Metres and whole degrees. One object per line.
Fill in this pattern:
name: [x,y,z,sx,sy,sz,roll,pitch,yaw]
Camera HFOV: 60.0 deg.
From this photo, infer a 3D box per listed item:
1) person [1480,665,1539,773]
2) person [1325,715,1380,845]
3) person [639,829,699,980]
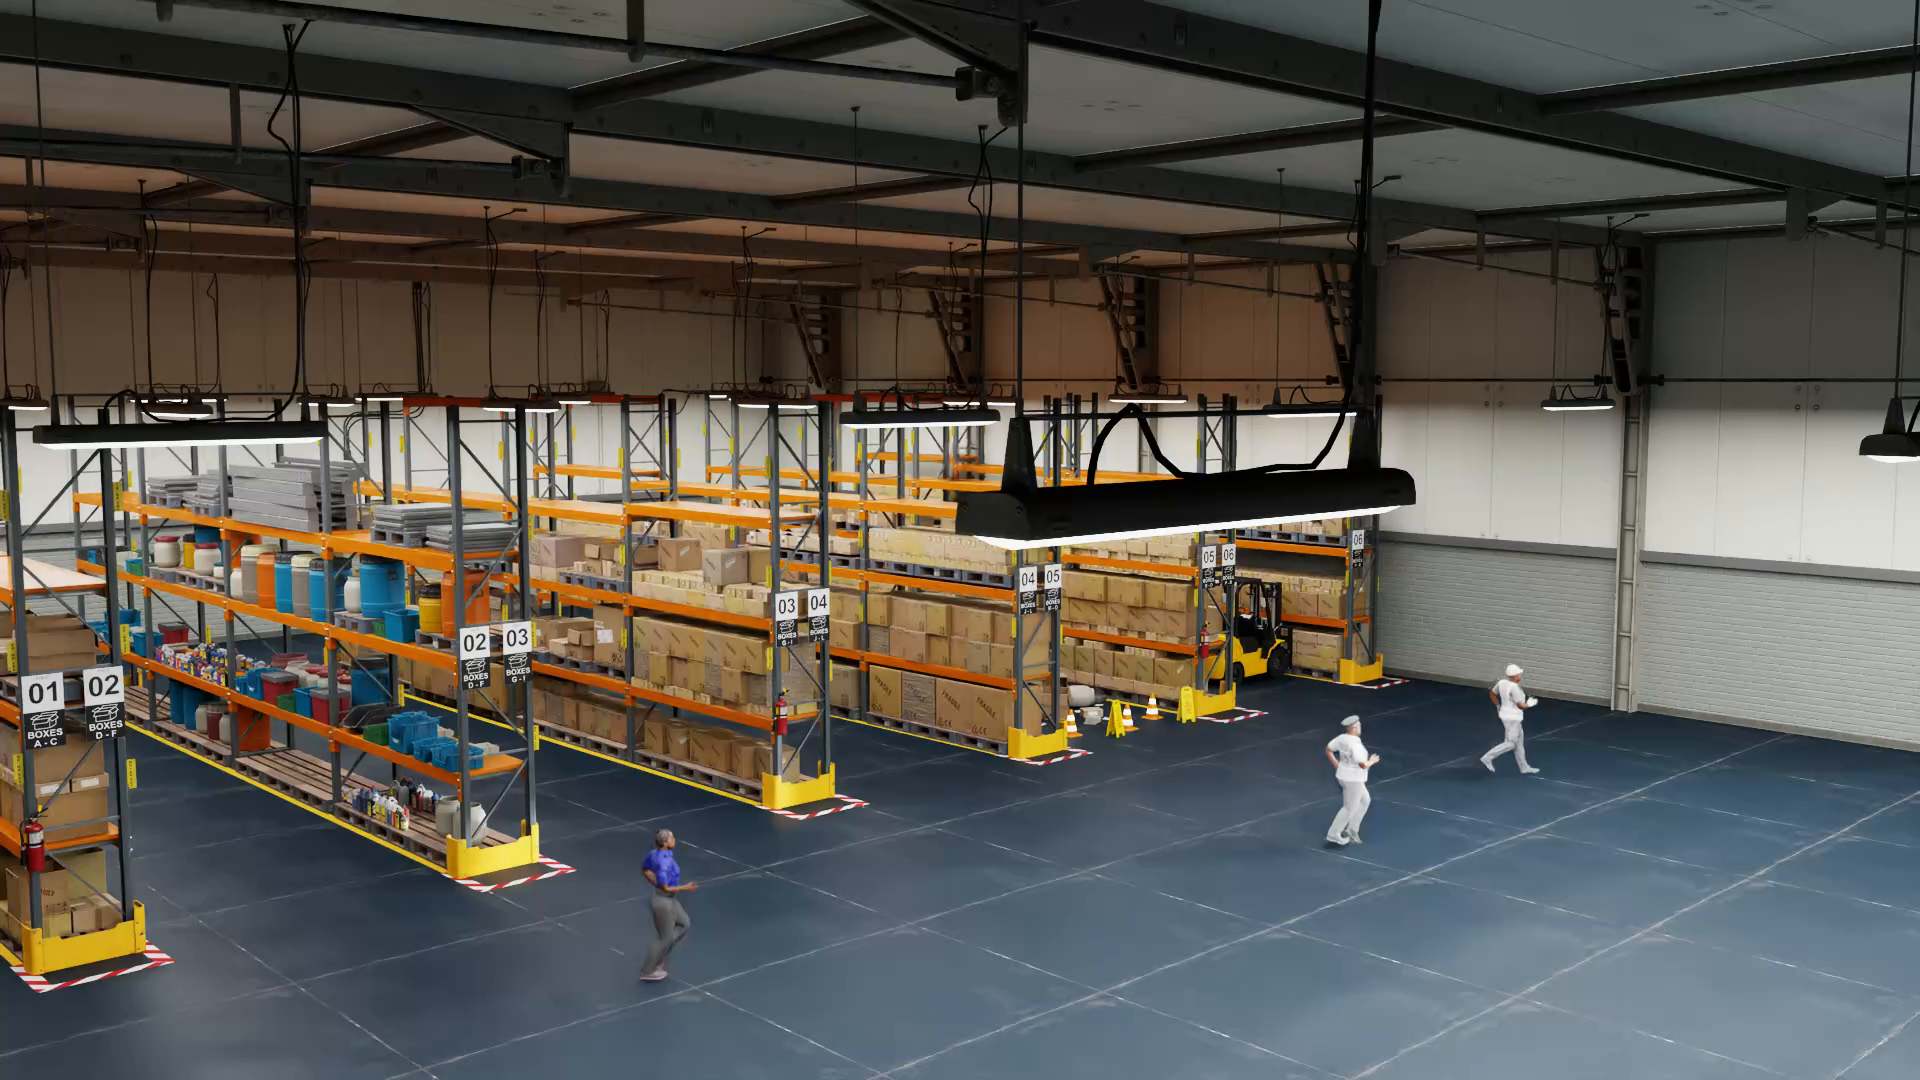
person: [8.771,2.858,26.478,0.994,1.761,0.695,0,6,-1]
person: [5.324,3.282,22.552,0.756,1.841,0.635,-1,6,-7]
person: [-3.074,3.826,17.504,0.632,1.633,0.548,-2,6,-18]
